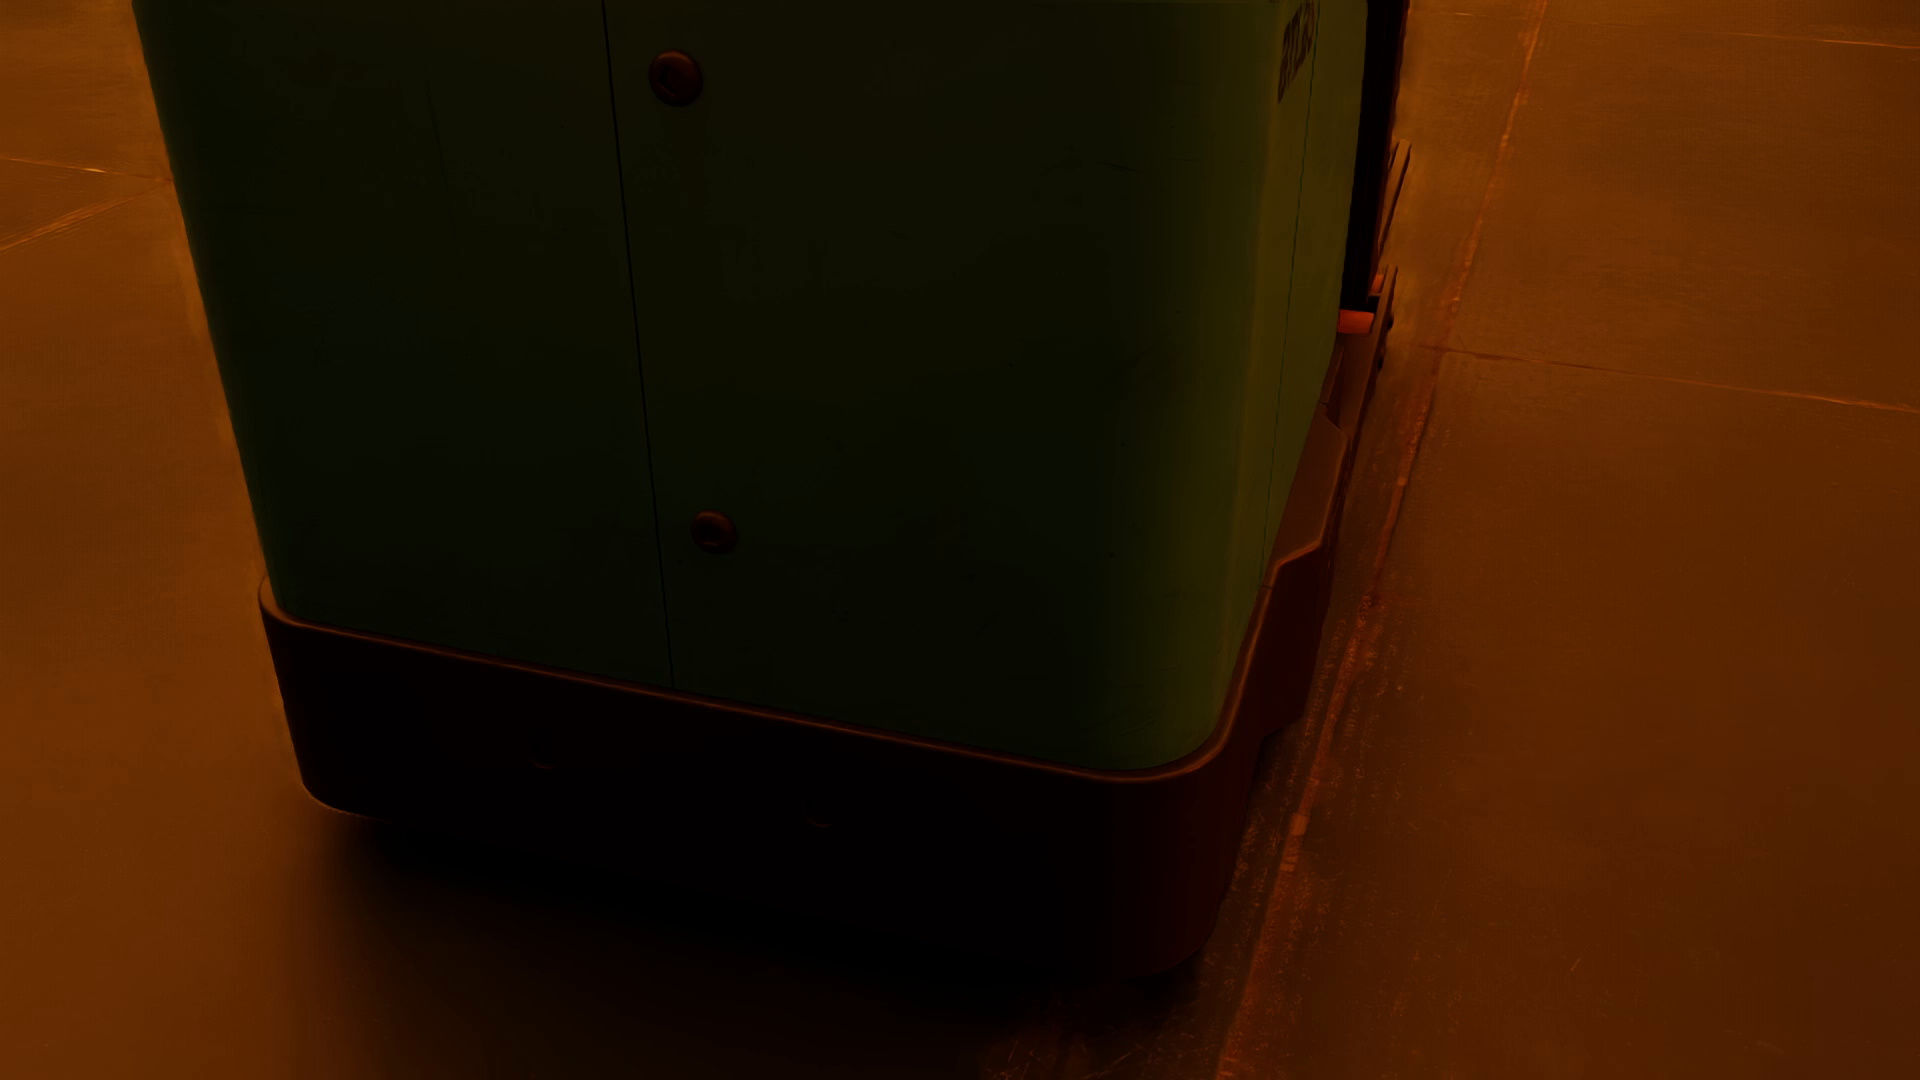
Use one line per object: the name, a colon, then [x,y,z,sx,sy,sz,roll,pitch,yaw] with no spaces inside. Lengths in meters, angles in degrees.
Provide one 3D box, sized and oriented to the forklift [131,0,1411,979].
forklift: [0.177,-1.564,2.288,1.130,2.935,3.031,9,31,15]
